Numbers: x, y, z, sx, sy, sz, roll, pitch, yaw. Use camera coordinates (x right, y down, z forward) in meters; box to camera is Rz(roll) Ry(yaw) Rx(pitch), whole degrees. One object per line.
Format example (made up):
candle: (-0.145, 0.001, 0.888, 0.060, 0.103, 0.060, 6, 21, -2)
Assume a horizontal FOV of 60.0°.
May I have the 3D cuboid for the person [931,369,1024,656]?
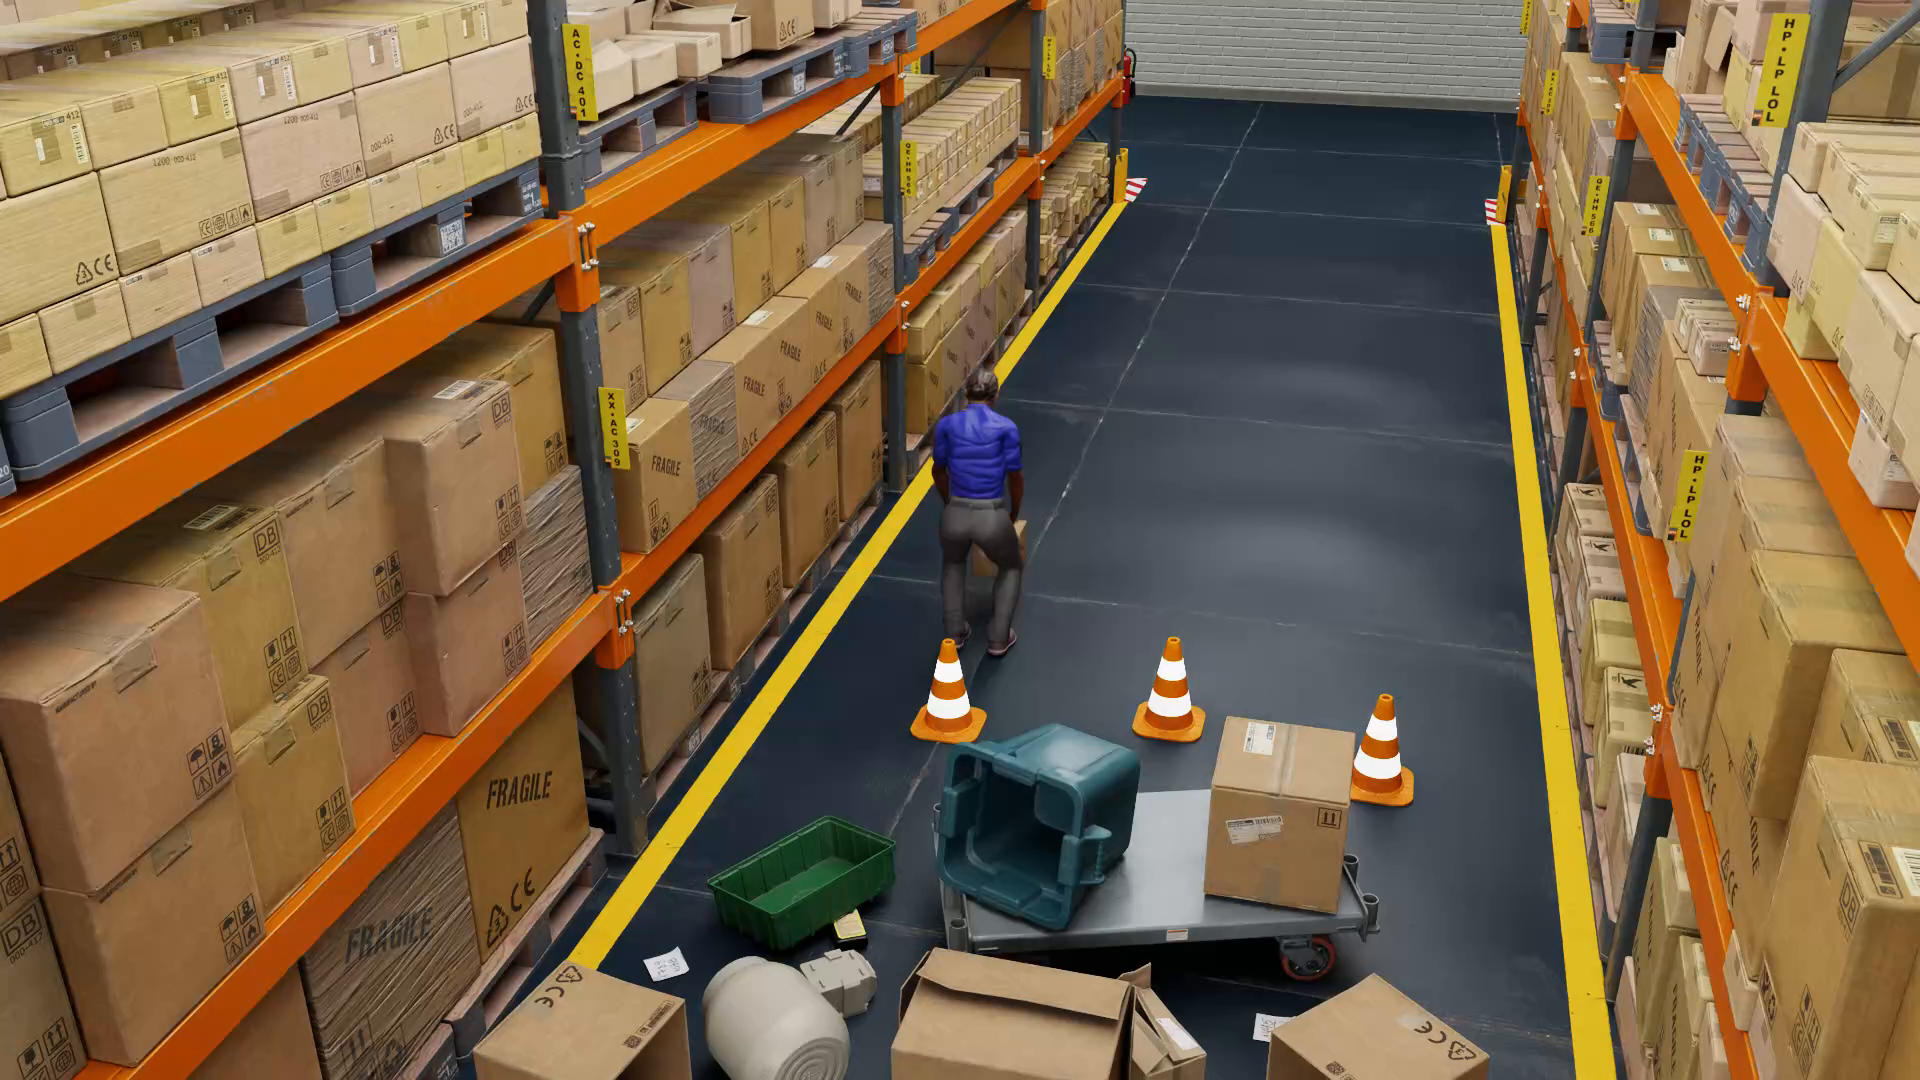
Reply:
person: (0.075, -0.125, 8.618, 0.490, 1.465, 0.556, 7, 26, 14)
